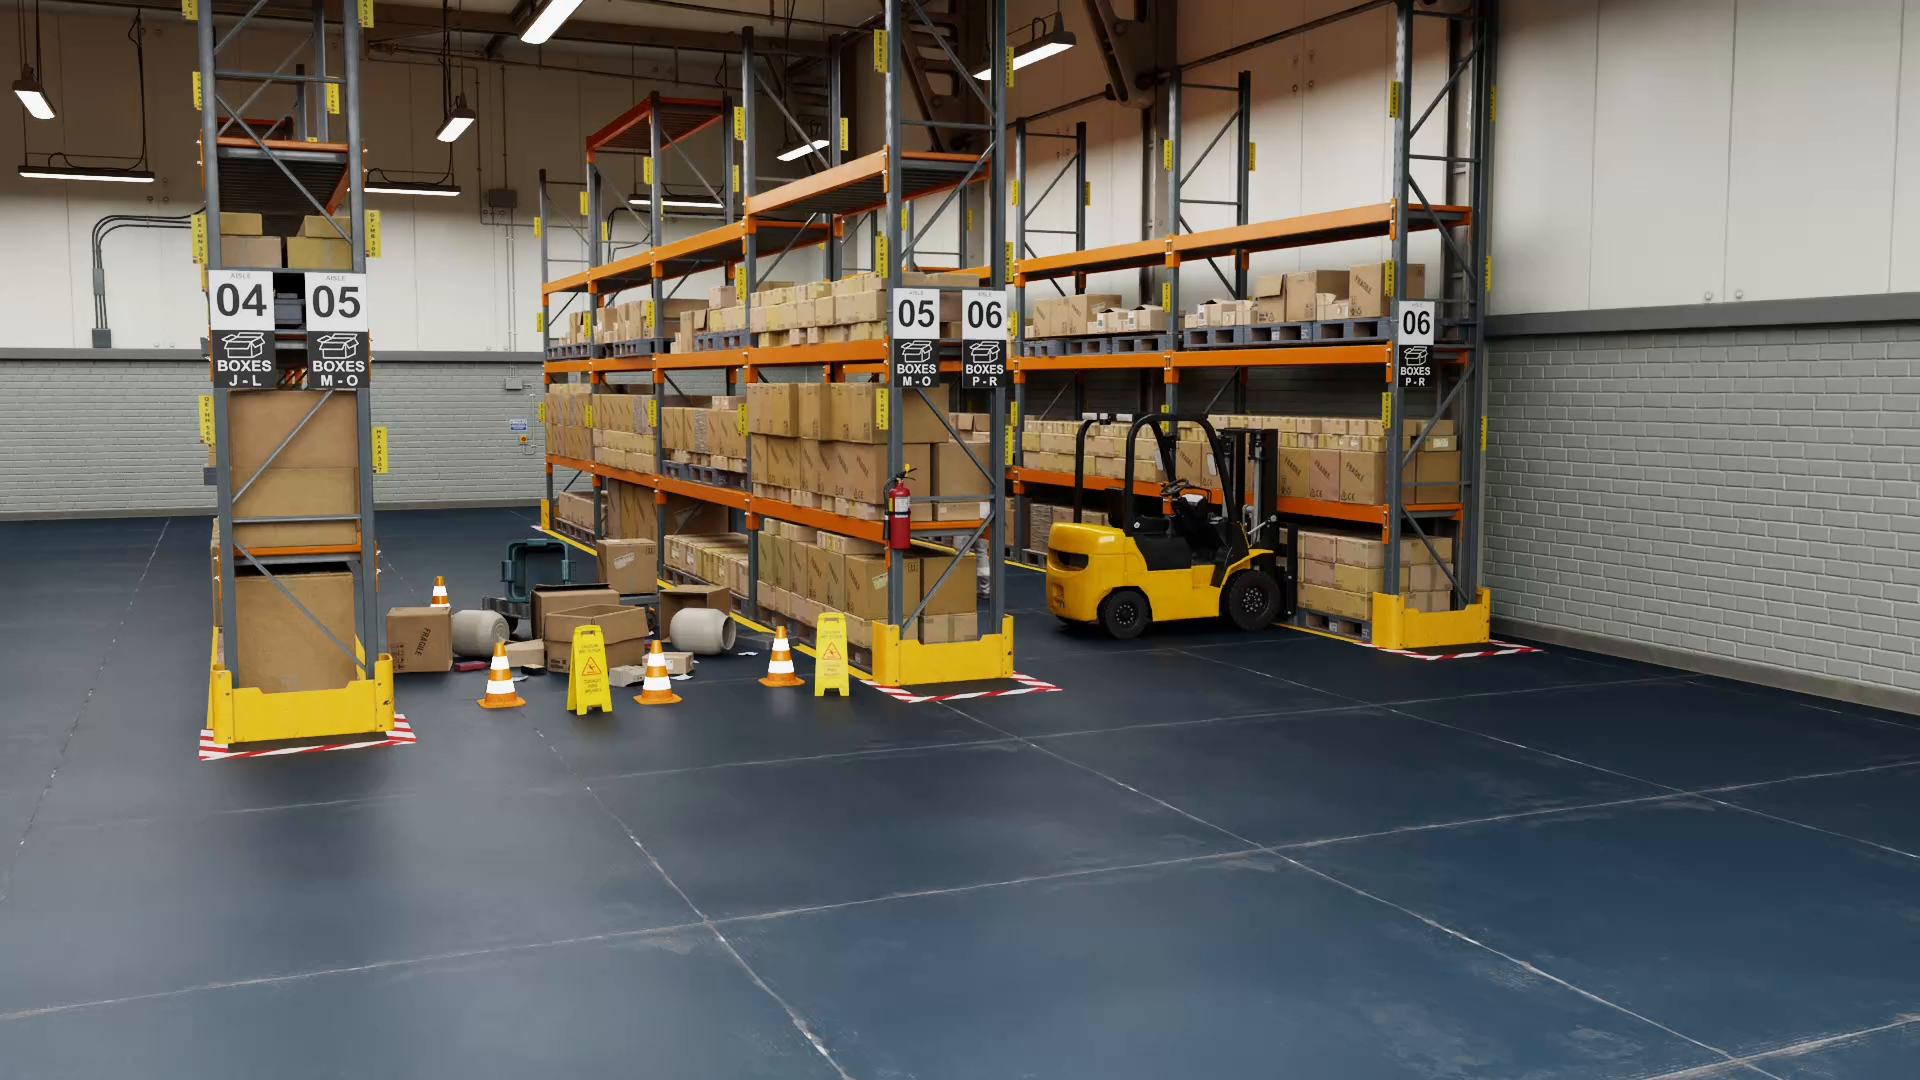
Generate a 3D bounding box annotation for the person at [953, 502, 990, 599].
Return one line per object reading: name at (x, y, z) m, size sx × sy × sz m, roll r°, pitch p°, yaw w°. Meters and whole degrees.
person at (0.132, -0.216, 18.899) m, size 0.544 × 1.788 × 0.414 m, roll -2°, pitch 6°, yaw -25°
